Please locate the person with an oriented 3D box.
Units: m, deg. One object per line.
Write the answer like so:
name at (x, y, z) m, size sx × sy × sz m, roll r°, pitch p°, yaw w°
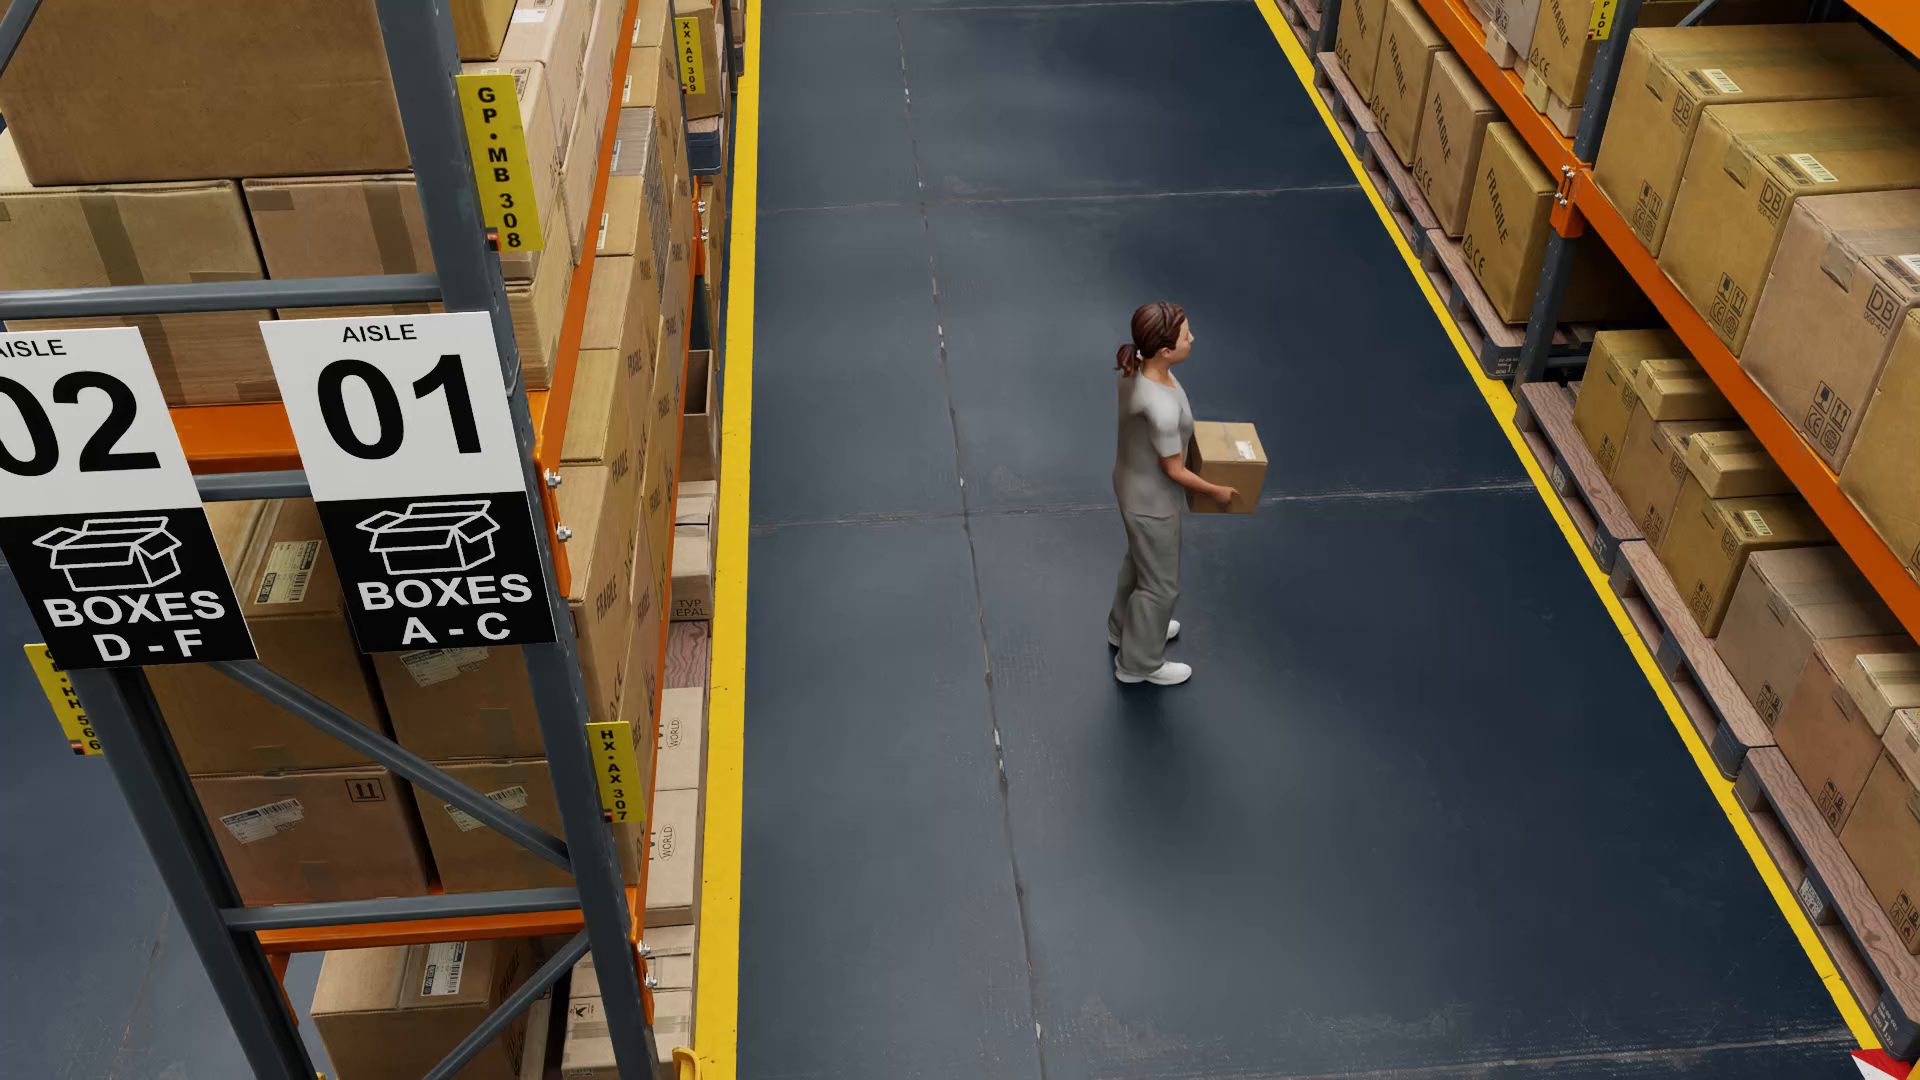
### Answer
person at (0.796, -0.179, 6.373) m, size 0.503 × 1.674 × 0.461 m, roll -3°, pitch 39°, yaw -4°
